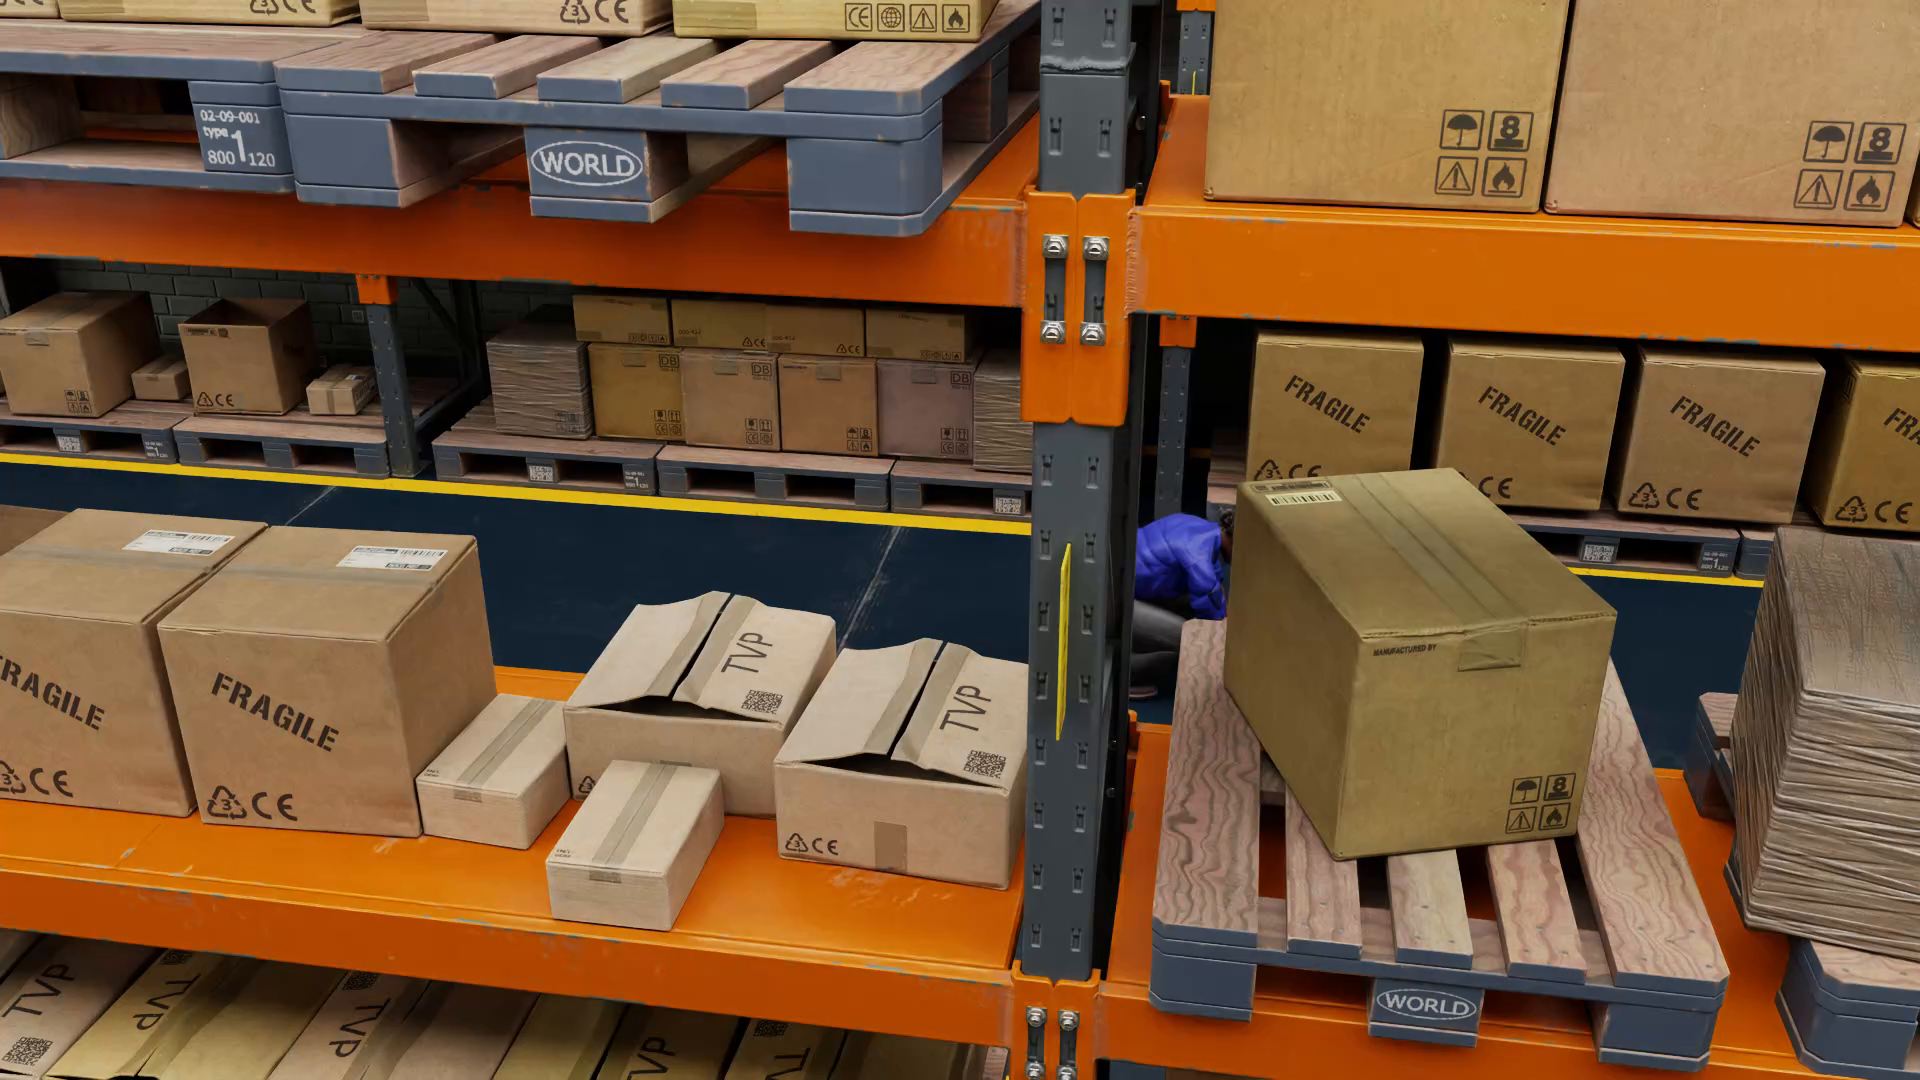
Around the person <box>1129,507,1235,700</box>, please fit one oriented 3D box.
[{"bbox_3d":[0.838,0.244,6.683,0.823,0.810,0.479,4,25,9],"label":"person"}]
